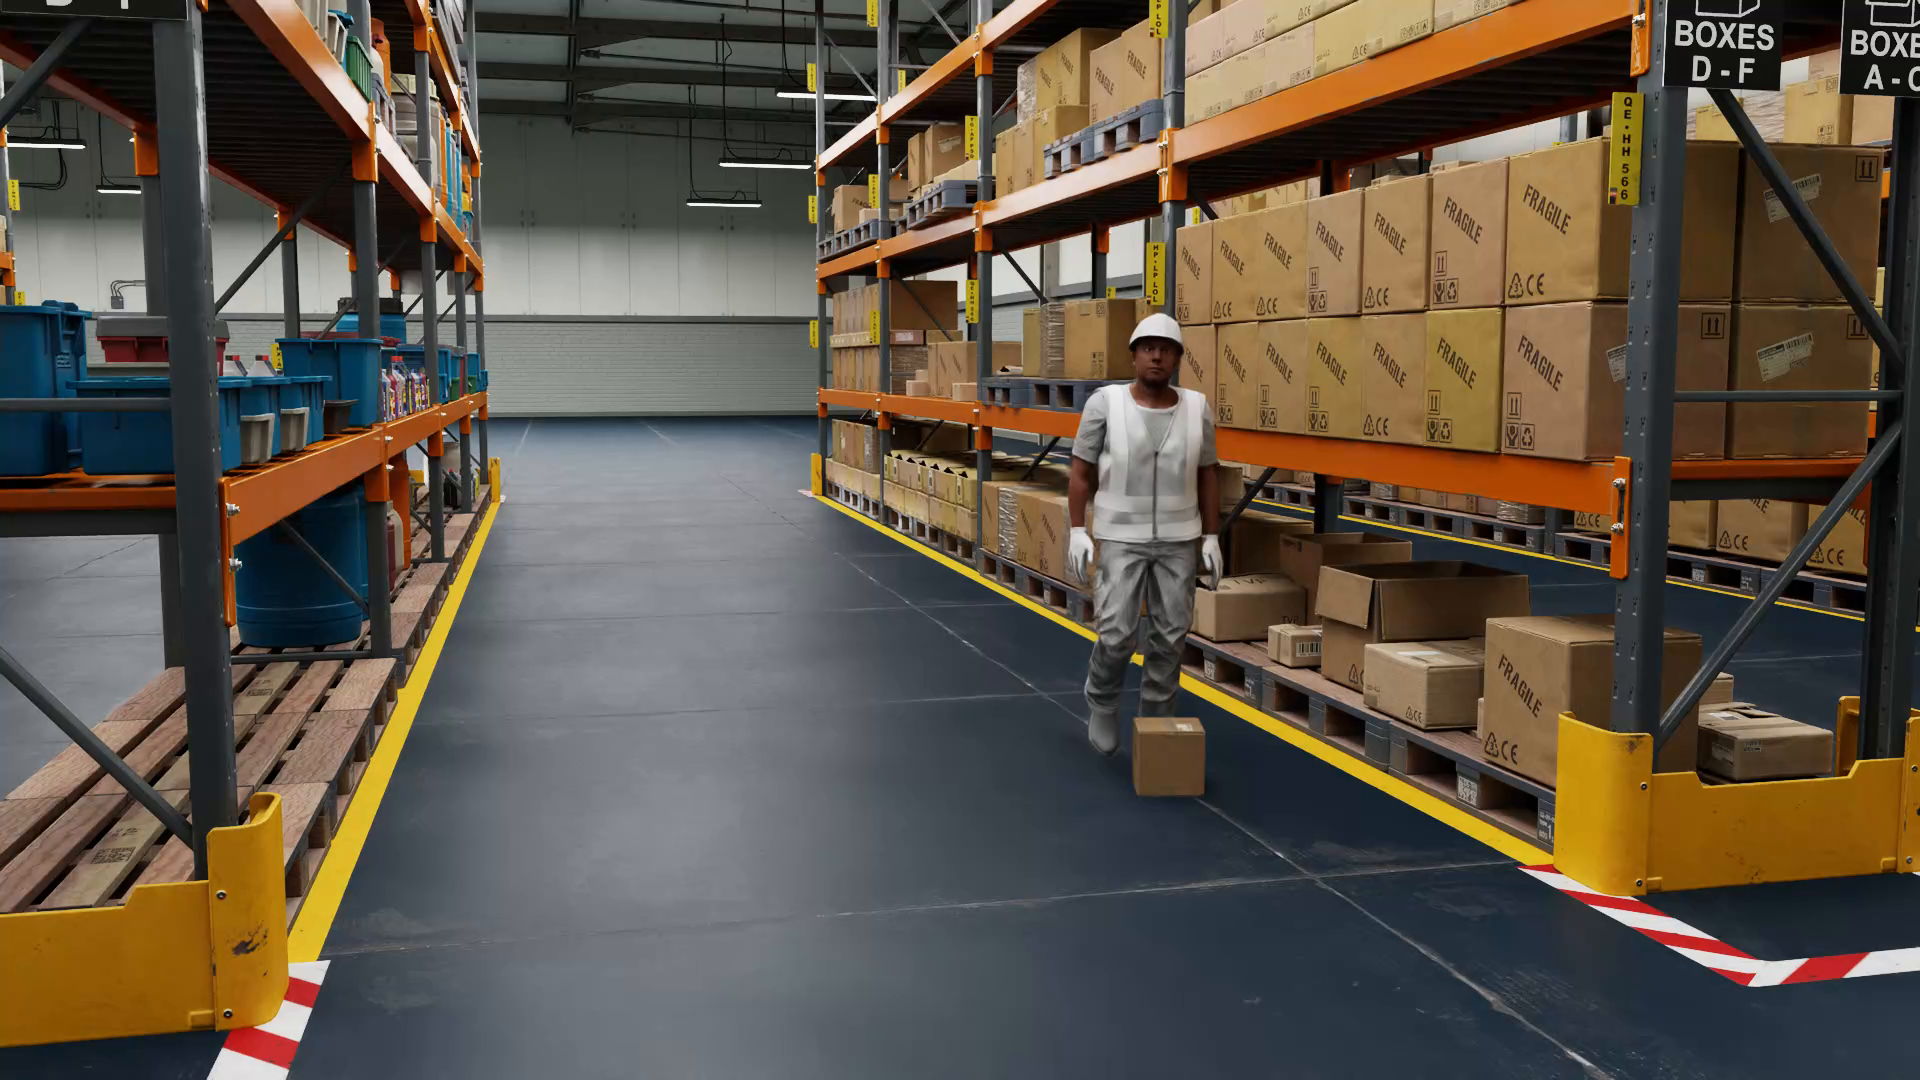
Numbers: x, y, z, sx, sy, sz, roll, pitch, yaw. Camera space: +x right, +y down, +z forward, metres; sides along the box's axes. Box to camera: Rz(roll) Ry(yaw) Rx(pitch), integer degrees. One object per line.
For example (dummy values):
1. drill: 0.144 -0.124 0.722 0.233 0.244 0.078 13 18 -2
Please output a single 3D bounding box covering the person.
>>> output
1. person: 0.721 0.004 6.525 0.599 1.769 0.503 -1 6 -6
